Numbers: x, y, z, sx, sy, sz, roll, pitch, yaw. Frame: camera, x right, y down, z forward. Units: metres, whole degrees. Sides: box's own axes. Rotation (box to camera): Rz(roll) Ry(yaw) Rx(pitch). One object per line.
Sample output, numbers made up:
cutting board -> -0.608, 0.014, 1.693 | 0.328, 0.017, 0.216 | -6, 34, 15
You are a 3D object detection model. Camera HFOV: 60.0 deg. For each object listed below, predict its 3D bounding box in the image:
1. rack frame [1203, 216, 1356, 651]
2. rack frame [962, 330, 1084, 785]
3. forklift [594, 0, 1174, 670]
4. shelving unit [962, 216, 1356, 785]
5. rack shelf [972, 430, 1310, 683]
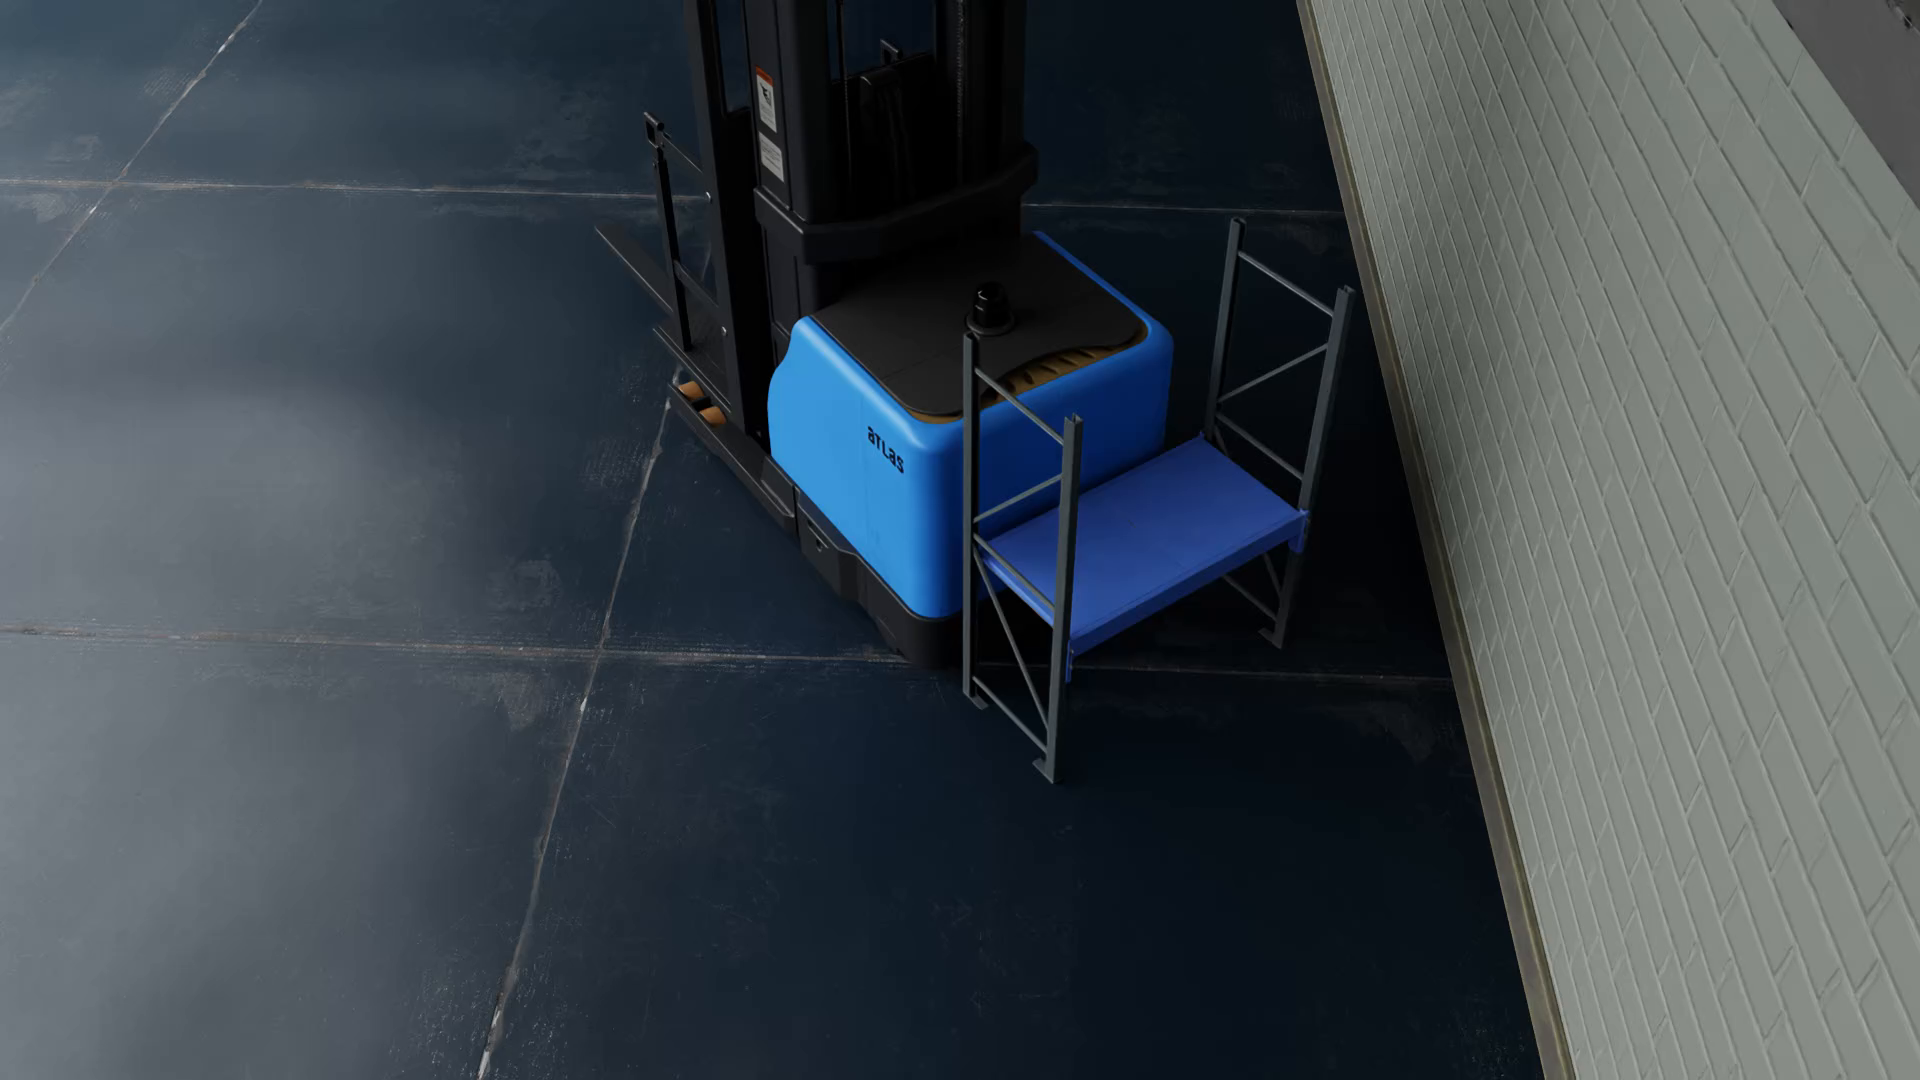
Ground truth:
rack frame -> 0.990, -0.305, 5.477 | 0.032, 1.500, 0.500 | -26, 49, -25
rack frame -> 0.168, 0.102, 5.040 | 0.032, 1.500, 0.500 | -26, 49, -25
forklift -> -0.521, -1.603, 5.821 | 1.130, 2.935, 3.031 | -25, 48, -24
shelving unit -> 0.579, -0.102, 5.259 | 1.048, 1.500, 0.538 | -26, 49, -25
rack shelf -> 0.579, 0.030, 5.381 | 1.000, 0.185, 0.538 | -26, 49, -25
